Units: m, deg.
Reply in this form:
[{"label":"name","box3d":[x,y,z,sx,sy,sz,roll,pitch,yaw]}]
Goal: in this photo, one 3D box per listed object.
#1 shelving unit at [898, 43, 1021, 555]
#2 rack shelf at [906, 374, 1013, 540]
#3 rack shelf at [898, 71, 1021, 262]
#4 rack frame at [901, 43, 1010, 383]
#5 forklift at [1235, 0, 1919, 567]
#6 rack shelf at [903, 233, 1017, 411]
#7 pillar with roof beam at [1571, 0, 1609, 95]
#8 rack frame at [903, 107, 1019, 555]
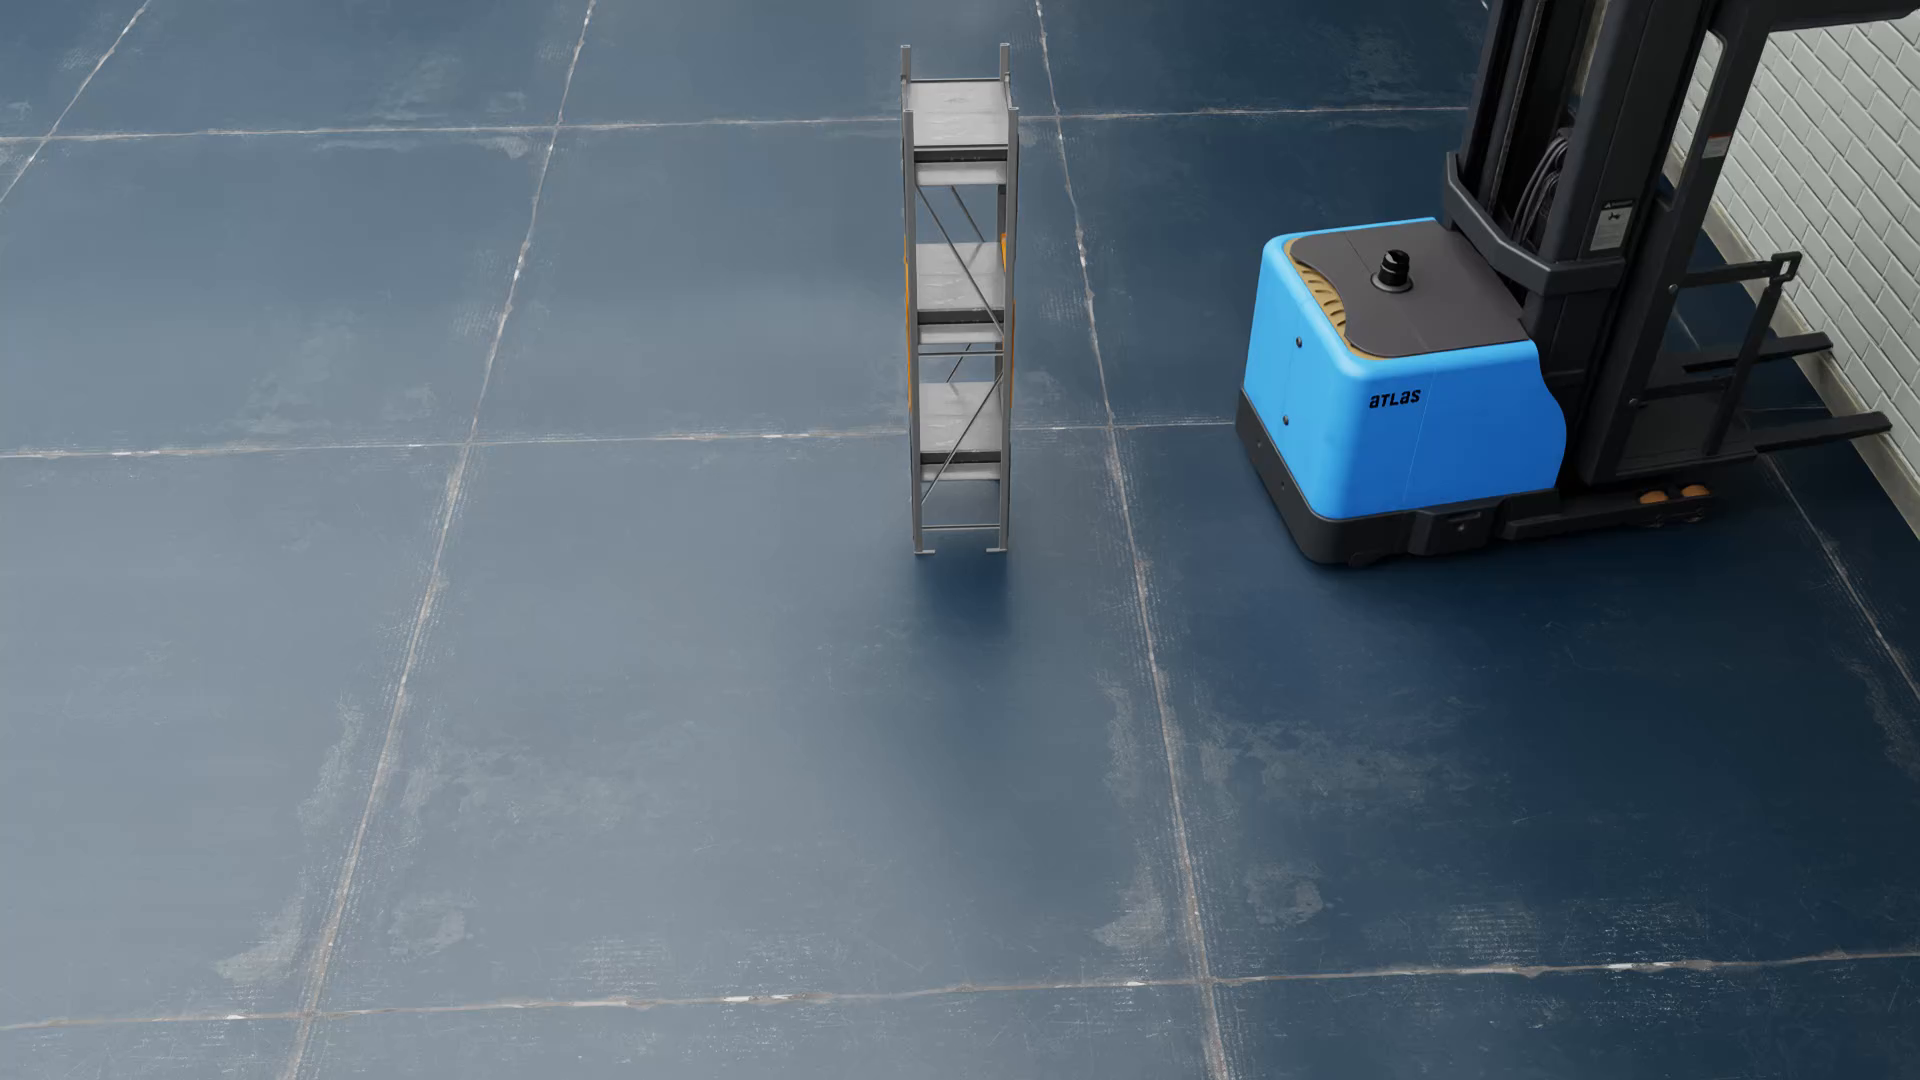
[{"label":"shelving unit","box3d":[-0.007,-0.886,6.662,0.431,2.100,0.503,-2,43,-2]},{"label":"rack shelf","box3d":[-0.007,-0.360,7.145,0.431,0.518,0.480,-2,43,-2]},{"label":"rack shelf","box3d":[-0.007,-1.392,6.199,0.431,0.518,0.480,-2,43,-2]},{"label":"rack frame","box3d":[-0.017,-1.051,6.842,0.400,2.100,0.015,-2,43,-2]},{"label":"forklift","box3d":[2.846,-1.475,6.690,3.031,2.935,1.130,-8,43,-9]},{"label":"rack shelf","box3d":[-0.007,-0.876,6.672,0.431,0.518,0.480,-2,43,-2]},{"label":"pillar with roof beam","box3d":[-0.404,-5.848,6.971,9.100,9.000,0.400,-2,43,-2]},{"label":"rack frame","box3d":[0.003,-0.721,6.483,0.400,2.100,0.015,-2,43,-2]}]
